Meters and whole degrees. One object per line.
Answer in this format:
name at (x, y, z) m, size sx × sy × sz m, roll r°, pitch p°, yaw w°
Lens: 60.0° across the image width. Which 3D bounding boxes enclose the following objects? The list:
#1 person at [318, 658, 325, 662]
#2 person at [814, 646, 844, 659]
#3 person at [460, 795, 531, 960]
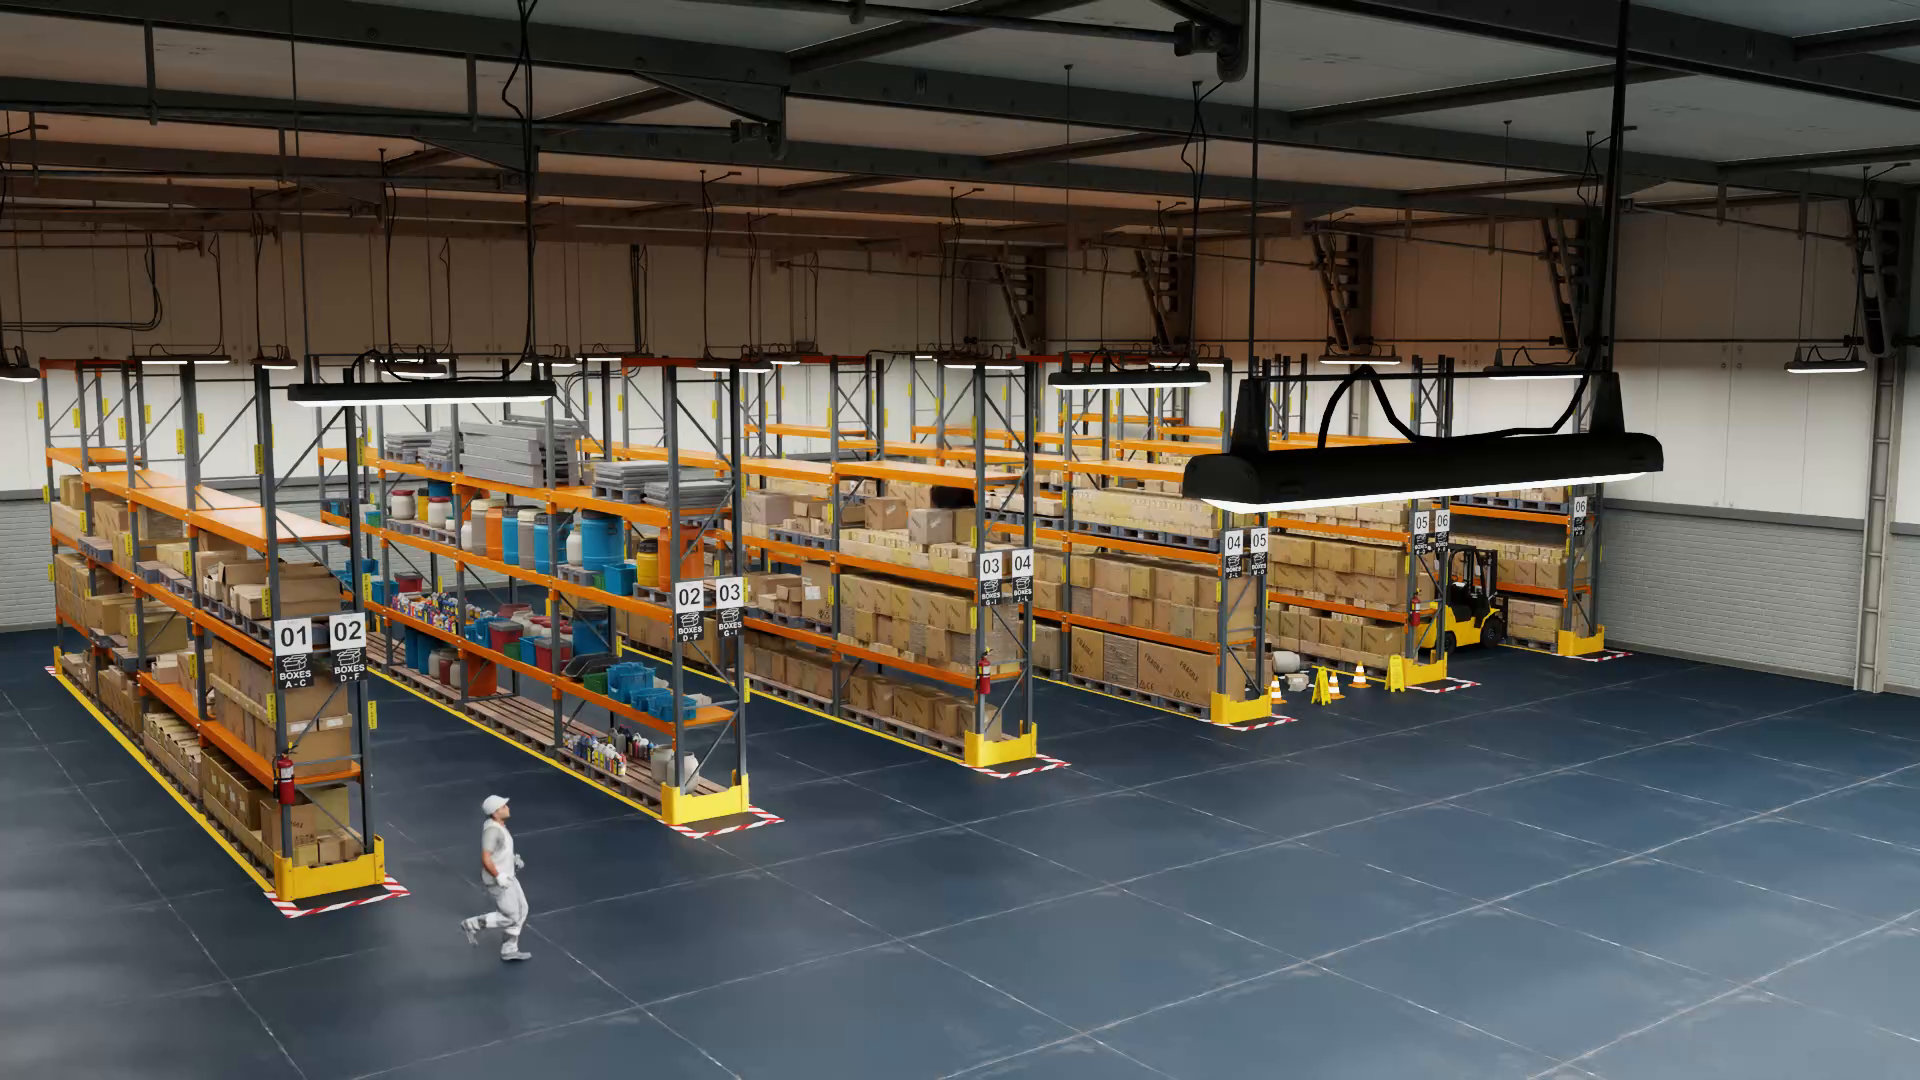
person at (-11.983, 1.769, 30.876) m, size 0.655 × 1.760 × 0.755 m, roll -5°, pitch 8°, yaw -36°
person at (-2.475, 1.588, 32.224) m, size 0.711 × 1.747 × 0.941 m, roll -5°, pitch 9°, yaw -38°
person at (-4.747, 3.454, 16.951) m, size 0.671 × 1.740 × 0.685 m, roll -1°, pitch 7°, yaw -10°
